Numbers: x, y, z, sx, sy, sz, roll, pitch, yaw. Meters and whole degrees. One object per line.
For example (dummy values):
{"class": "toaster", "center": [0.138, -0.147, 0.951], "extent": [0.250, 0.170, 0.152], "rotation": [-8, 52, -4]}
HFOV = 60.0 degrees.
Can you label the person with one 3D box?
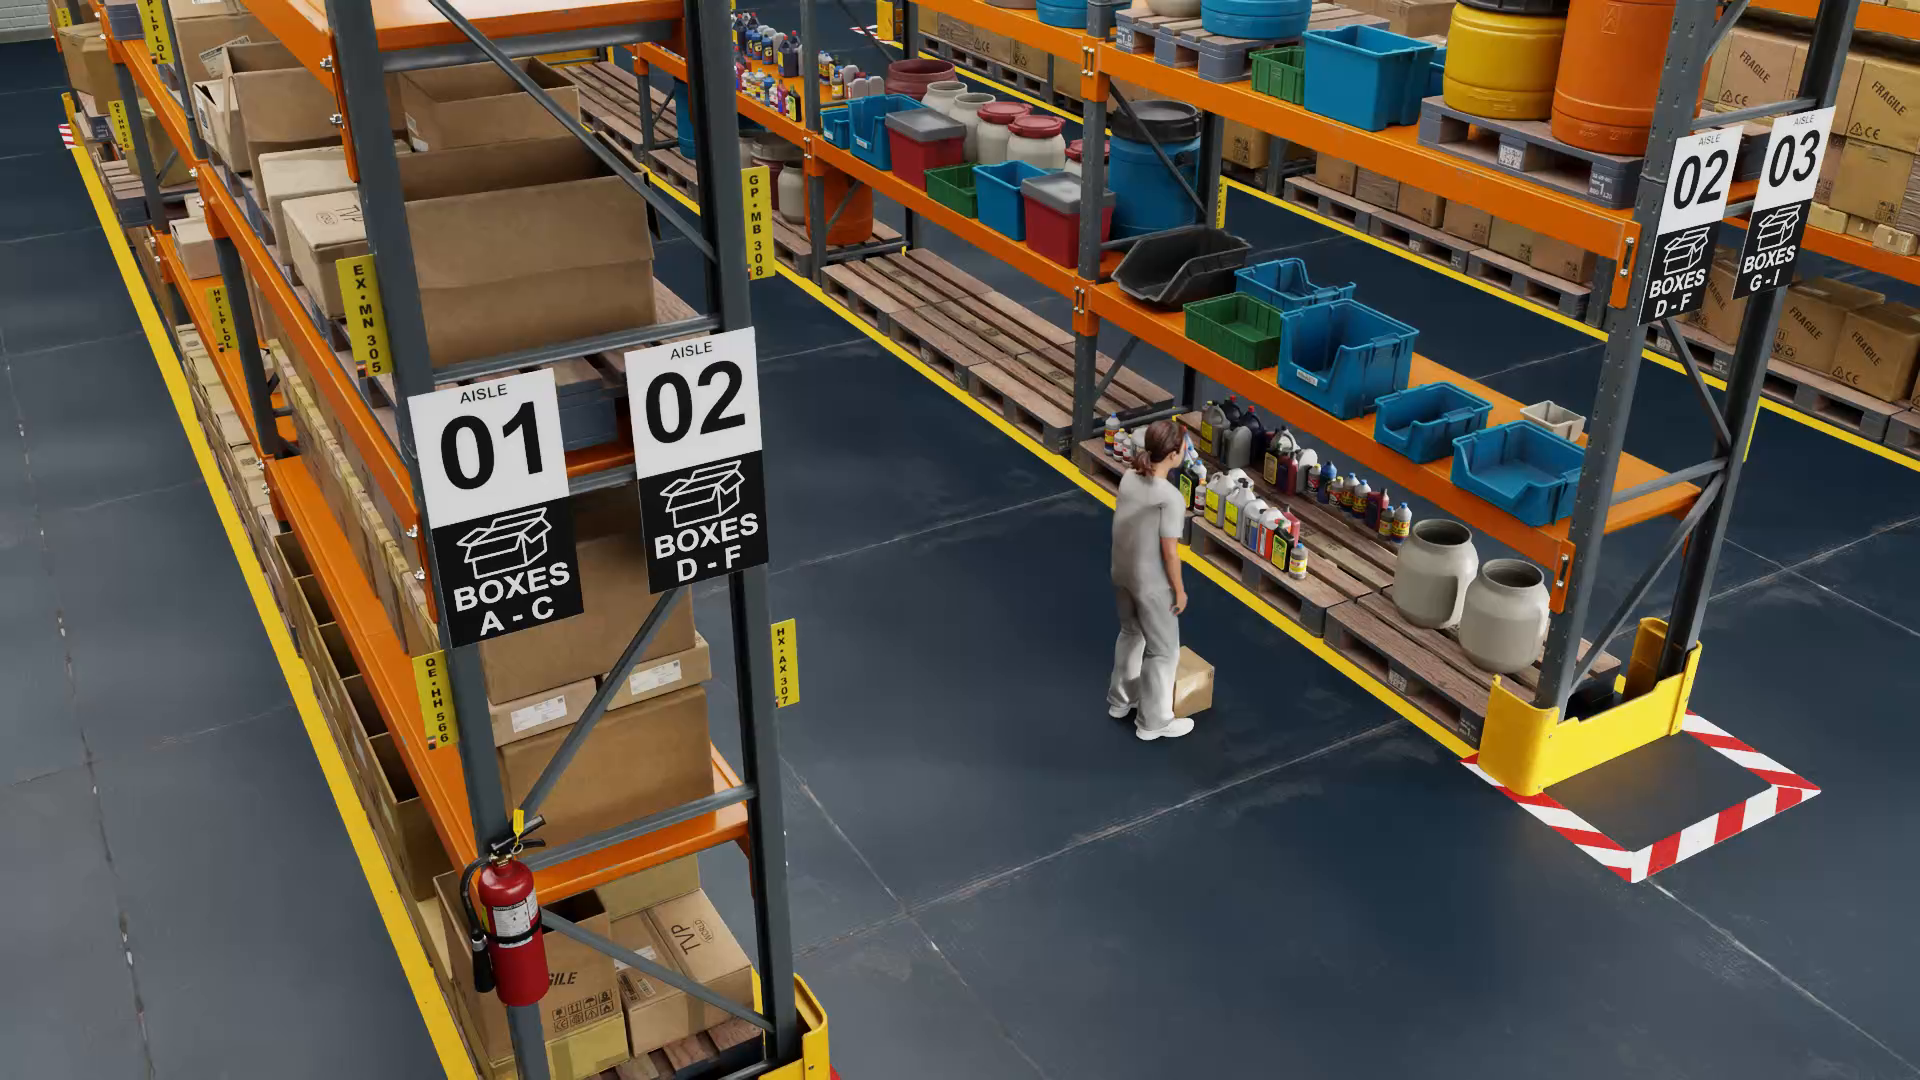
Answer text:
{"class": "person", "center": [0.937, 0.190, 8.216], "extent": [0.353, 1.673, 0.492], "rotation": [-16, 33, -27]}
